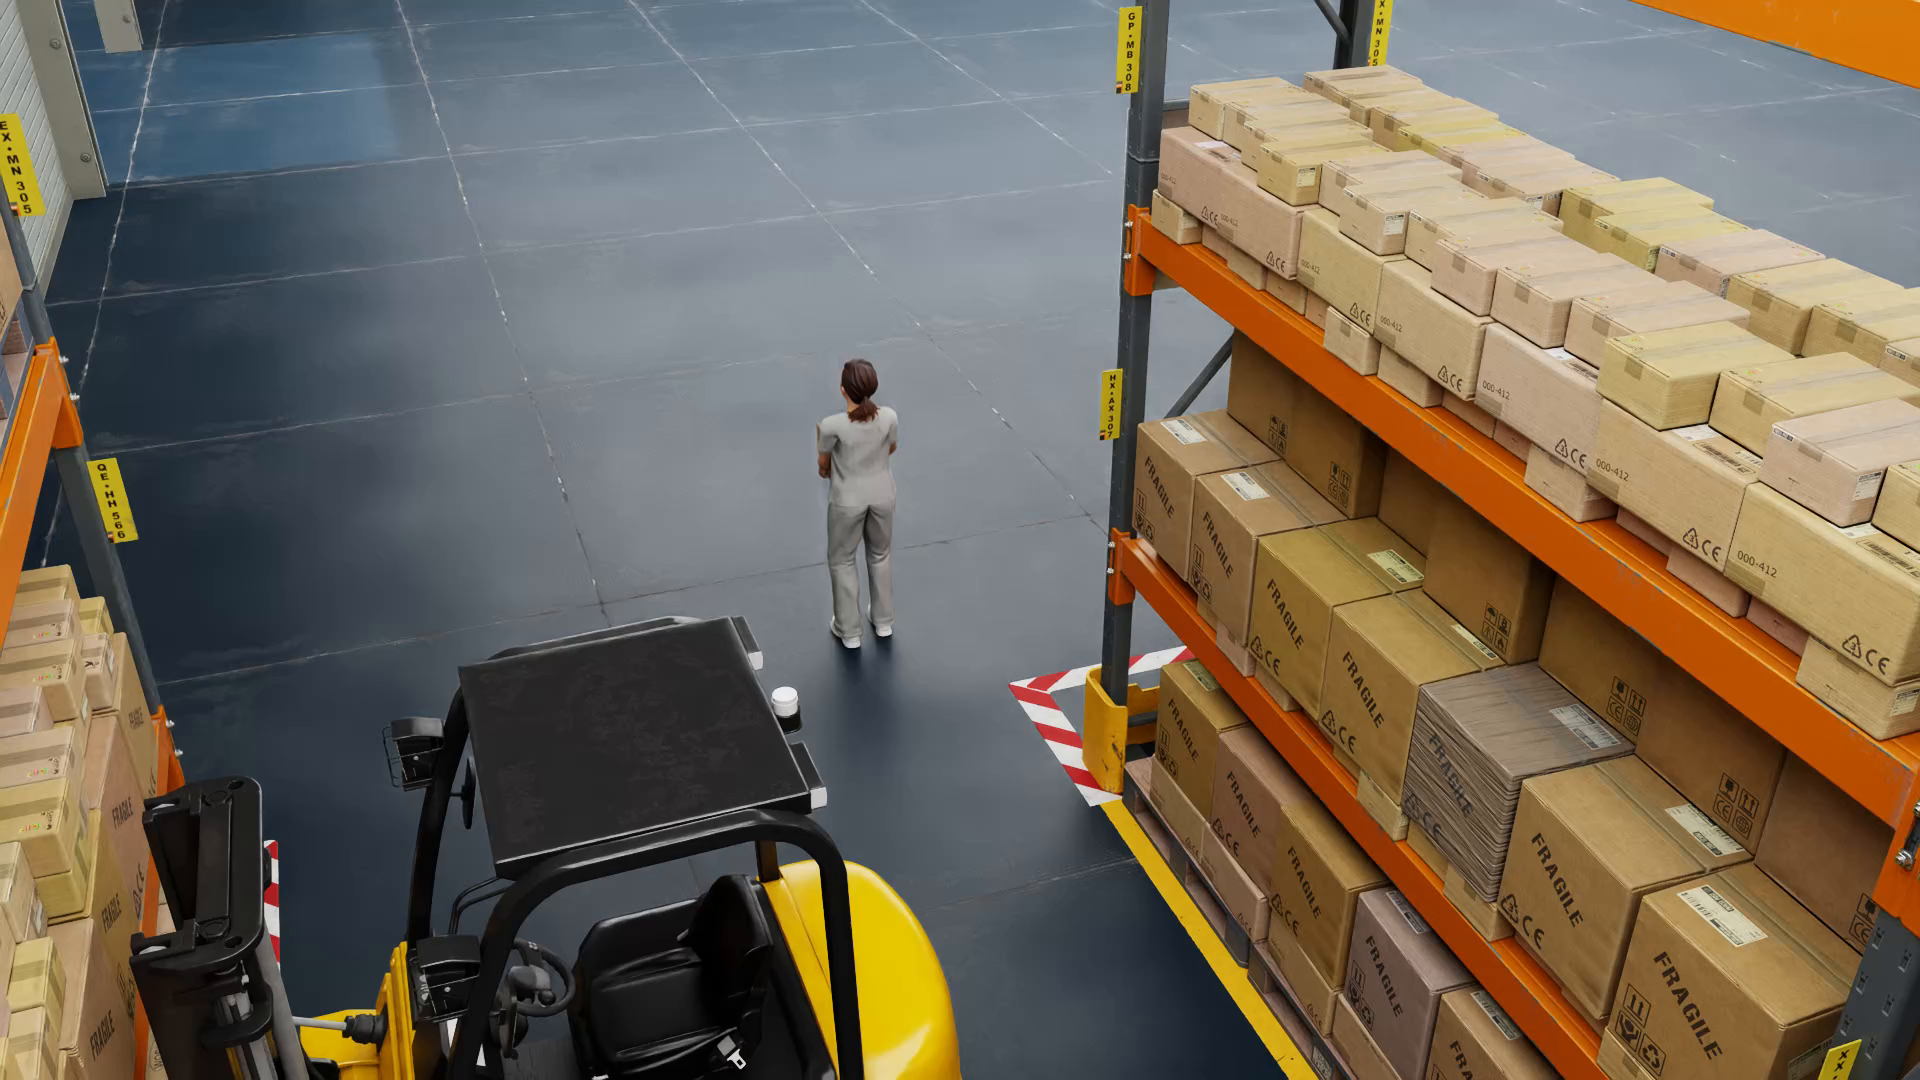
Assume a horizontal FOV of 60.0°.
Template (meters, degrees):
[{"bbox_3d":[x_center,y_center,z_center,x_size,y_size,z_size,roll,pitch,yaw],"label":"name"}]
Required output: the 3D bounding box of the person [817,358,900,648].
[{"bbox_3d":[-0.536,-0.229,8.751,0.436,1.664,0.558,-10,31,-17],"label":"person"}]
